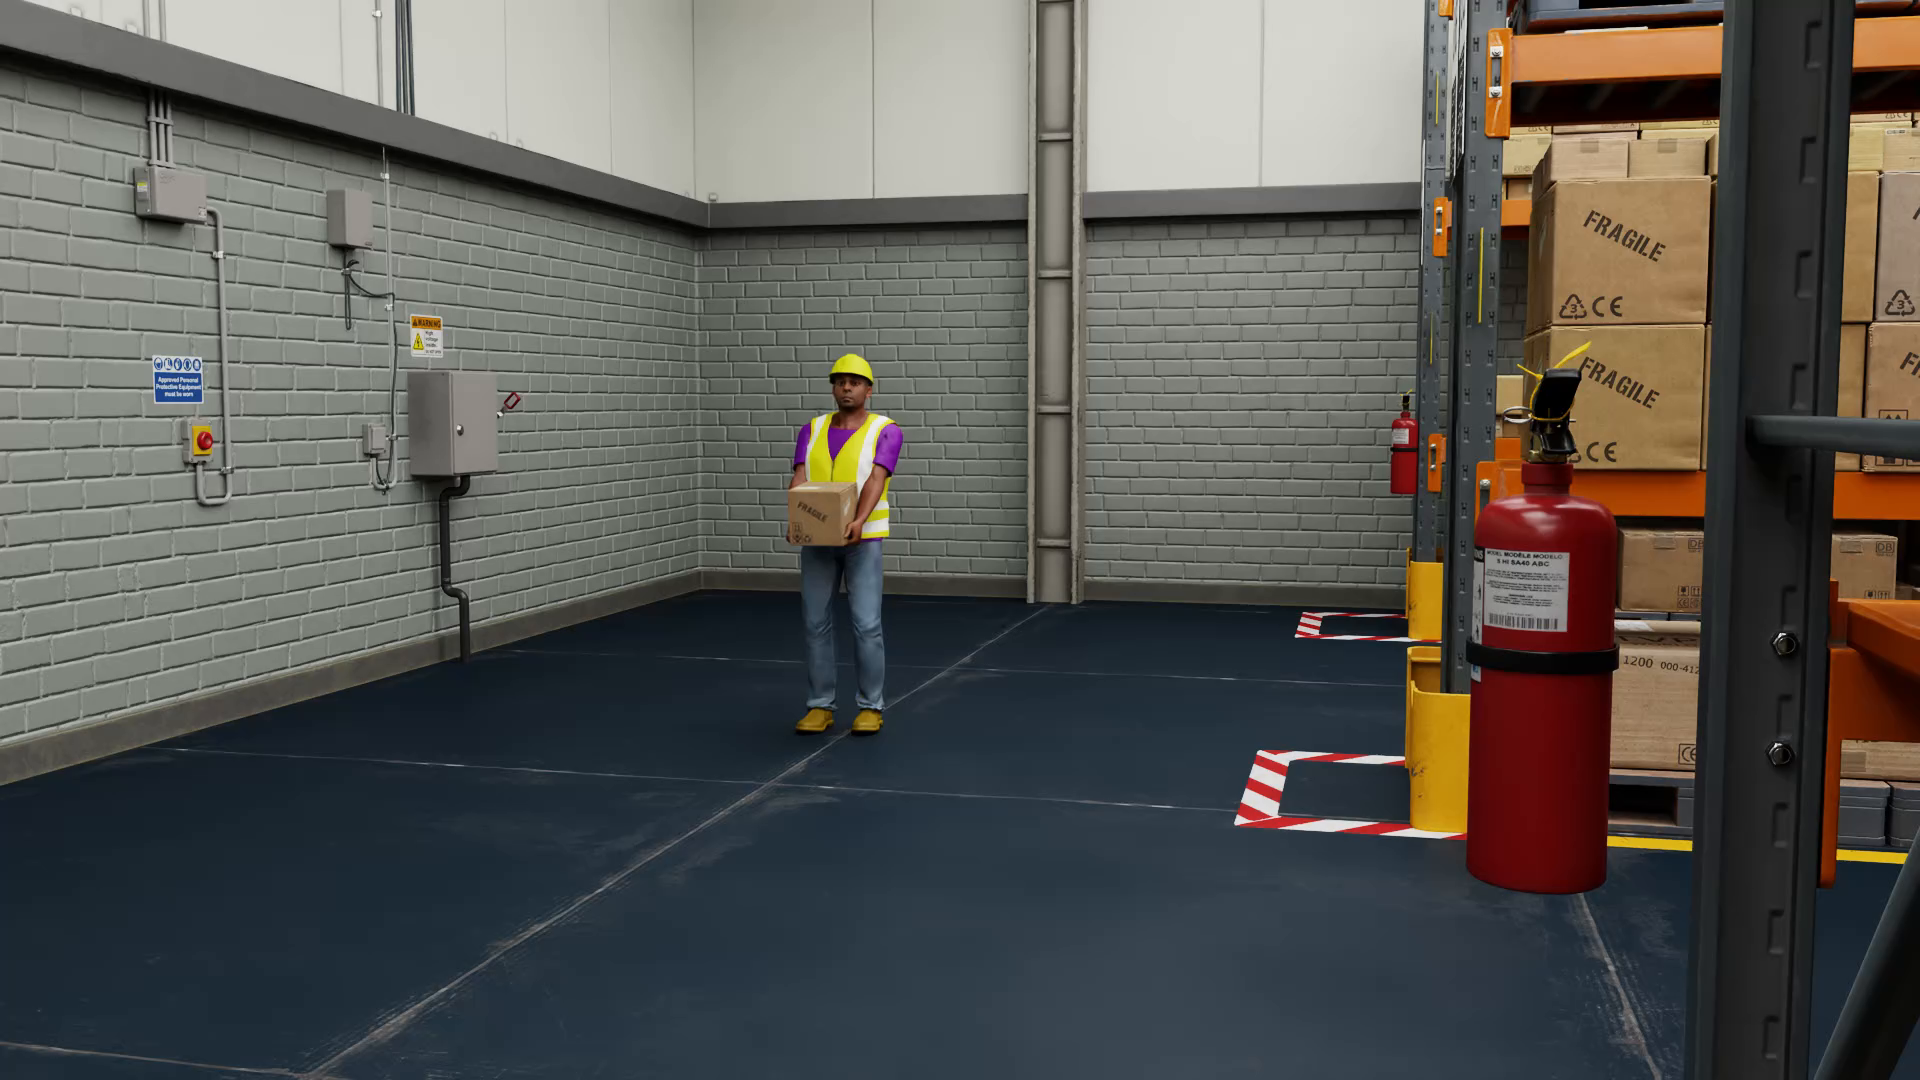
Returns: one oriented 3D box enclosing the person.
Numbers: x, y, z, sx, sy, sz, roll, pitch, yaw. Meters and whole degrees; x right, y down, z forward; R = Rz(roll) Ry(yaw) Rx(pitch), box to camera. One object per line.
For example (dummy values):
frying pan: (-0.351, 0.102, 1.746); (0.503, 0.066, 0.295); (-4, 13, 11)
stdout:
person: (-0.554, 0.018, 7.712); (0.503, 1.760, 0.577); (1, 5, 14)
